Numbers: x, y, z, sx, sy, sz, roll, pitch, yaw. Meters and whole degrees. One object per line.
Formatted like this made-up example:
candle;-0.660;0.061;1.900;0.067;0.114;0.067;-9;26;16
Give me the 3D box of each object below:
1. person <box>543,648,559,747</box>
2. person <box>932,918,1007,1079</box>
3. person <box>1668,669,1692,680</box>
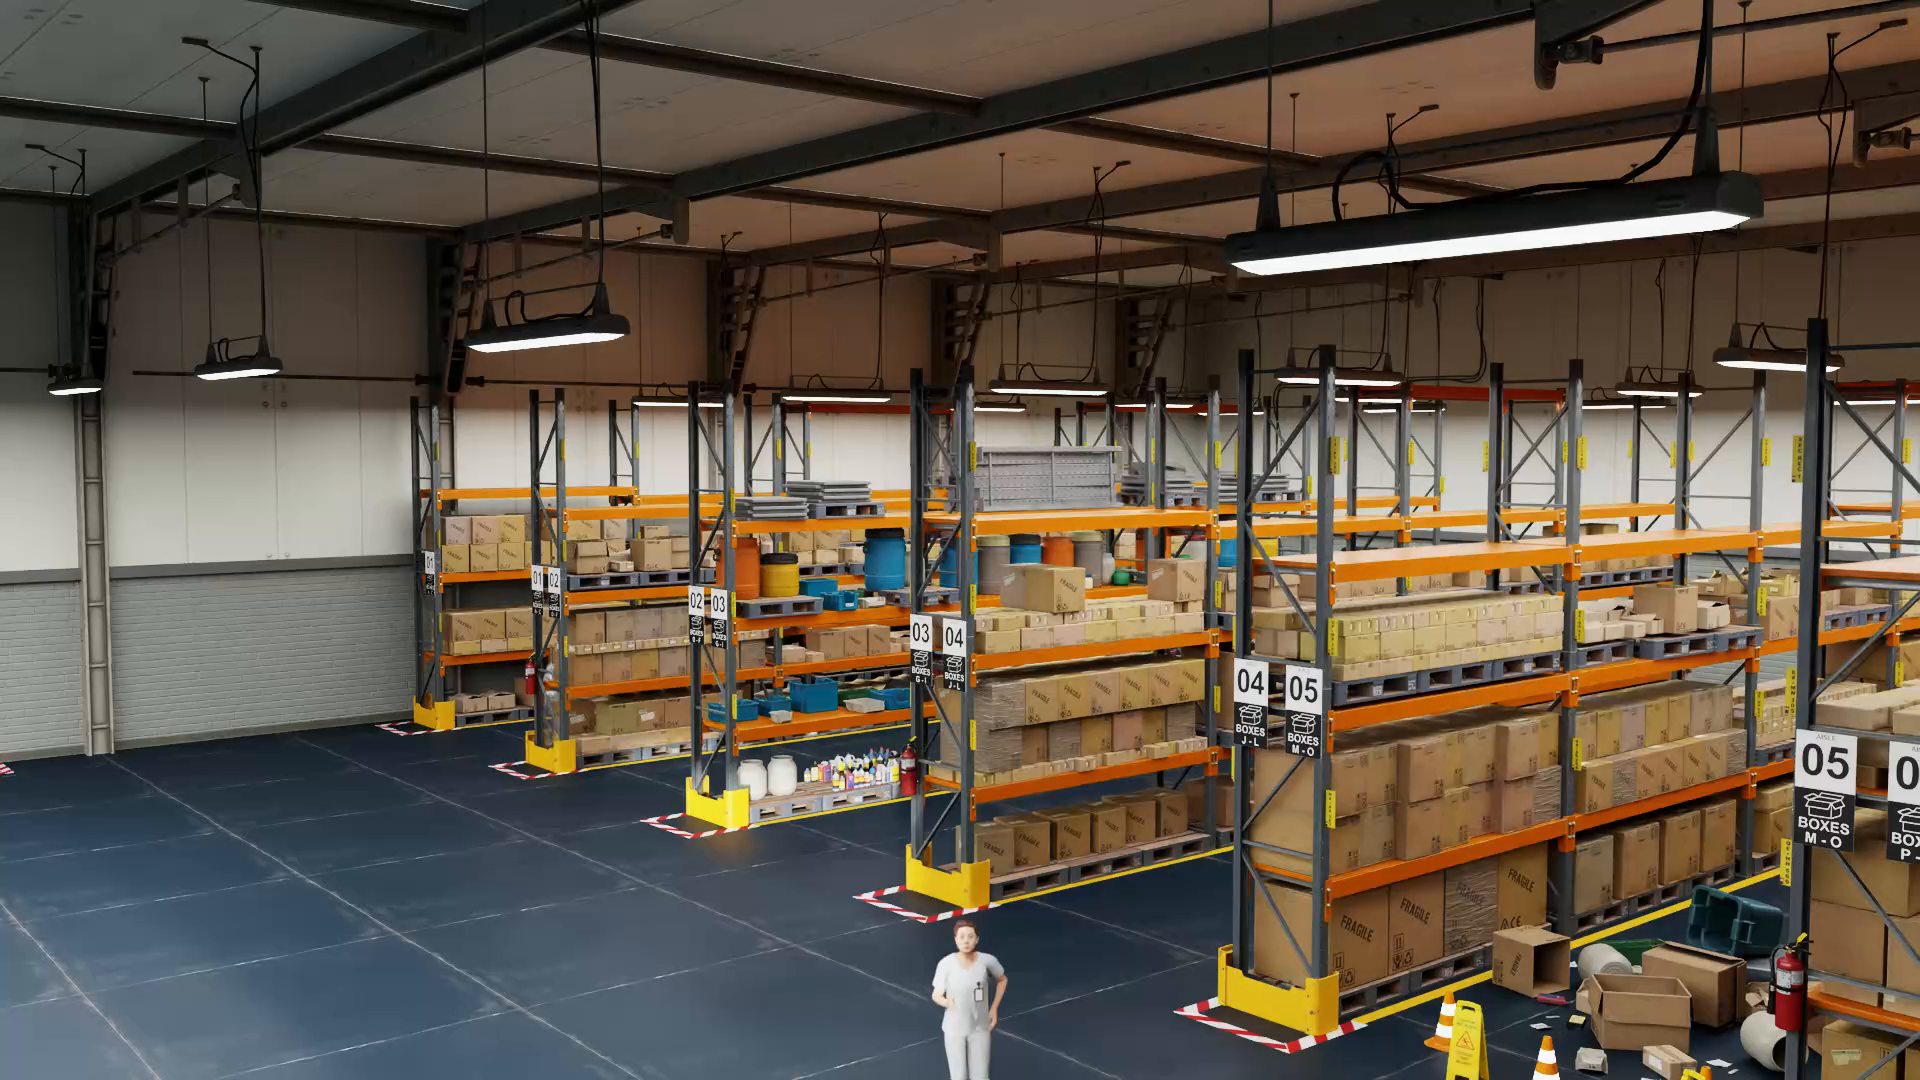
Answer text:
person;-6.889;2.667;28.119;0.579;1.718;0.678;3;4;38
person;0.063;3.618;12.144;0.545;1.689;0.654;0;3;4
person;12.860;2.572;30.114;0.555;1.643;0.720;-2;4;-35
